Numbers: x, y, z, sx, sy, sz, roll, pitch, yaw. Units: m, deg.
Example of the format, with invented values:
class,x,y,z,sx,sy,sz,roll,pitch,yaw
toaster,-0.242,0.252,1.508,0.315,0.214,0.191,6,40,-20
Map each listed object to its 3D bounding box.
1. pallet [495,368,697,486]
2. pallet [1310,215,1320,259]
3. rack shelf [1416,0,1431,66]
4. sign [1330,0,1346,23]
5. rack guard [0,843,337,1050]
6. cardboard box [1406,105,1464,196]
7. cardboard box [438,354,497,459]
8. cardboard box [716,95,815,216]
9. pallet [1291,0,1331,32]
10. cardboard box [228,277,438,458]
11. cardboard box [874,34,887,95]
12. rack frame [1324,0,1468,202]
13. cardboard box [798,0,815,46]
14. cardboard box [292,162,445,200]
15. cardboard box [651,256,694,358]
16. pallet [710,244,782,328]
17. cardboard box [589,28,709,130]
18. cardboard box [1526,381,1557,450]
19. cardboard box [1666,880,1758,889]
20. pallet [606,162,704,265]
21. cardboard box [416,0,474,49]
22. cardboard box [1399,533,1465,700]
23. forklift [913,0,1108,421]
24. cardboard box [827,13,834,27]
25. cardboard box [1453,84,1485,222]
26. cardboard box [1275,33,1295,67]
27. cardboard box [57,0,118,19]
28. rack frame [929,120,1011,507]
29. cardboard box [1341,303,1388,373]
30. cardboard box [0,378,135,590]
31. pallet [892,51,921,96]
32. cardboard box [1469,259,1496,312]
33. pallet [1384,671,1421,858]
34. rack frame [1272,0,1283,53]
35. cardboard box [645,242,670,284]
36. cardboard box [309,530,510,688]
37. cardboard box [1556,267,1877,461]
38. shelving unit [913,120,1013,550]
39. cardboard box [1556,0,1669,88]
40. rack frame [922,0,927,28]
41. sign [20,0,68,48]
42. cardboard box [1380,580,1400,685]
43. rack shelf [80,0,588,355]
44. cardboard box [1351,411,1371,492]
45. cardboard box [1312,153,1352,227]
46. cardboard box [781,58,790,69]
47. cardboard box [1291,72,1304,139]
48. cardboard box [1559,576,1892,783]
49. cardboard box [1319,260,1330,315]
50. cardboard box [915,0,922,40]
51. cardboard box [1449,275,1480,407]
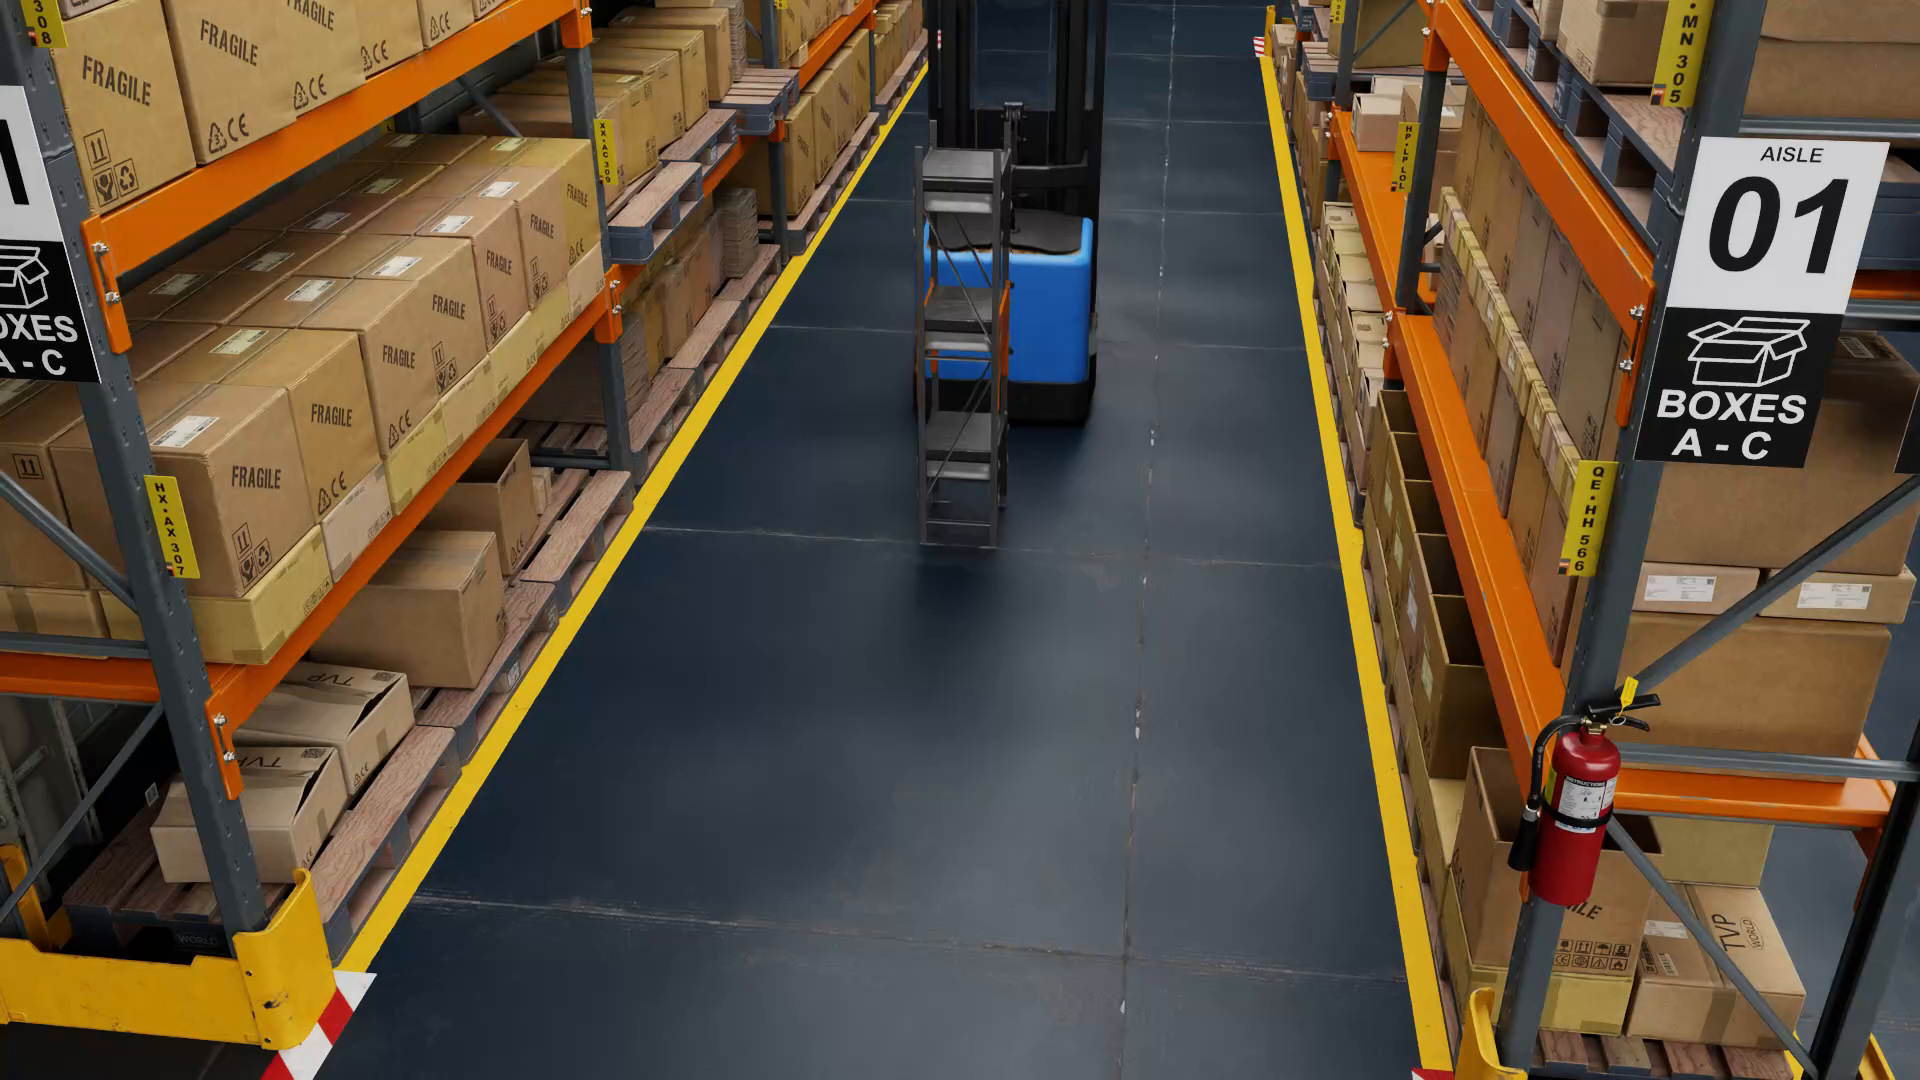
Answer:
class,x,y,z,sx,sy,sz,roll,pitch,yaw
pallet,-2.203,-0.707,9.841,1.003,0.211,1.213,3,28,6
pallet,3.239,-2.287,12.772,1.003,0.211,1.213,3,28,6
rack shelf,2.865,-3.228,9.174,1.077,0.370,4.000,3,28,6
sign,2.570,-3.667,11.257,0.100,0.325,0.005,3,28,6
rack guard,-2.778,1.379,5.663,1.175,0.500,0.348,3,28,6
cardboard box,2.856,-2.171,9.511,0.500,0.500,0.500,3,28,6
cardboard box,-2.230,-0.562,6.768,0.500,0.250,0.500,4,29,7
cardboard box,-1.587,-3.028,13.032,0.750,0.750,0.750,3,28,6
pallet,3.394,-4.594,14.317,1.003,0.211,1.213,3,28,6
cardboard box,-2.290,-0.641,6.123,0.500,0.500,0.500,2,28,5
cardboard box,-1.123,-4.765,16.624,0.700,0.500,0.500,4,29,7
rack frame,3.110,-3.165,11.463,1.000,3.000,0.127,3,28,6
cardboard box,-1.420,-4.095,12.748,0.500,0.500,0.500,4,29,8
cardboard box,-2.629,-1.389,7.512,0.500,0.500,0.500,3,28,6
cardboard box,-2.107,-1.493,10.531,0.700,0.500,0.500,4,29,7
pallet,-1.904,-1.856,11.973,1.003,0.211,1.213,3,28,6
cardboard box,-1.985,-2.879,10.363,0.700,0.500,0.500,3,28,6
cardboard box,2.114,-0.406,5.551,0.380,0.149,0.250,4,29,8
cardboard box,2.474,1.151,5.907,0.500,0.250,0.500,3,28,6
pallet,-2.059,-1.835,9.196,1.003,0.211,1.213,3,28,6
cardboard box,-2.218,-2.189,6.362,0.500,0.500,0.500,2,28,4
cardboard box,2.071,0.319,6.660,0.500,0.500,0.500,3,28,6
forklift,0.368,-2.670,10.616,1.130,2.935,3.031,2,28,5
cardboard box,-1.276,-4.461,14.112,0.380,0.149,0.250,3,28,5
cardboard box,2.572,-1.688,7.248,0.700,0.500,0.500,3,29,6
cardboard box,3.619,-5.204,17.682,0.500,0.250,0.500,3,28,6
cardboard box,-2.499,-1.666,4.337,0.500,0.500,0.500,1,28,3
rack frame,0.050,-1.117,8.610,0.400,2.100,0.015,3,28,6
cardboard box,2.506,-1.191,9.663,0.500,0.311,0.500,3,28,6
cardboard box,-2.940,-0.193,5.292,0.500,0.500,0.500,3,28,6
pallet,-0.999,-5.036,17.875,1.003,0.211,1.213,3,28,6
cardboard box,2.271,-1.016,6.684,0.380,0.149,0.250,2,28,5
pallet,2.334,0.893,6.870,1.003,0.211,1.213,3,28,6
rack frame,4.090,-6.931,18.453,1.000,3.000,0.127,3,28,6
cardboard box,-2.113,-1.792,10.295,0.500,0.250,0.500,3,28,5
cardboard box,-2.404,0.290,7.221,0.700,0.500,0.500,2,28,3
cardboard box,2.265,-0.506,5.054,0.700,0.500,0.500,3,28,5
shelving unit,0.020,-1.002,8.397,0.431,2.100,0.503,3,28,6
cardboard box,2.009,-1.458,4.699,0.500,0.250,0.500,3,28,6
rack frame,-0.827,-7.217,18.984,1.000,3.000,0.127,3,28,6
sign,-2.249,-1.360,4.027,0.100,0.325,0.005,3,28,6
cardboard box,2.129,0.414,7.275,0.500,0.250,0.500,3,28,6
rack shelf,-2.542,-1.631,6.211,1.077,0.370,4.000,3,28,6
cardboard box,2.383,-0.469,8.914,0.500,0.250,0.500,3,28,6
cardboard box,2.992,-2.712,12.794,0.500,0.500,0.500,4,29,8
cardboard box,-1.497,-3.609,12.530,0.380,0.149,0.250,4,29,7
cardboard box,3.299,-3.928,15.050,0.500,0.500,0.500,2,28,4
cardboard box,2.200,0.337,4.856,0.700,0.500,0.500,3,28,6
cardboard box,2.694,-1.673,11.150,0.500,0.250,0.500,3,28,5
cardboard box,-0.813,-5.966,18.854,0.700,0.500,0.500,3,28,6
cardboard box,2.514,-0.869,7.094,0.700,0.500,0.500,3,28,6
